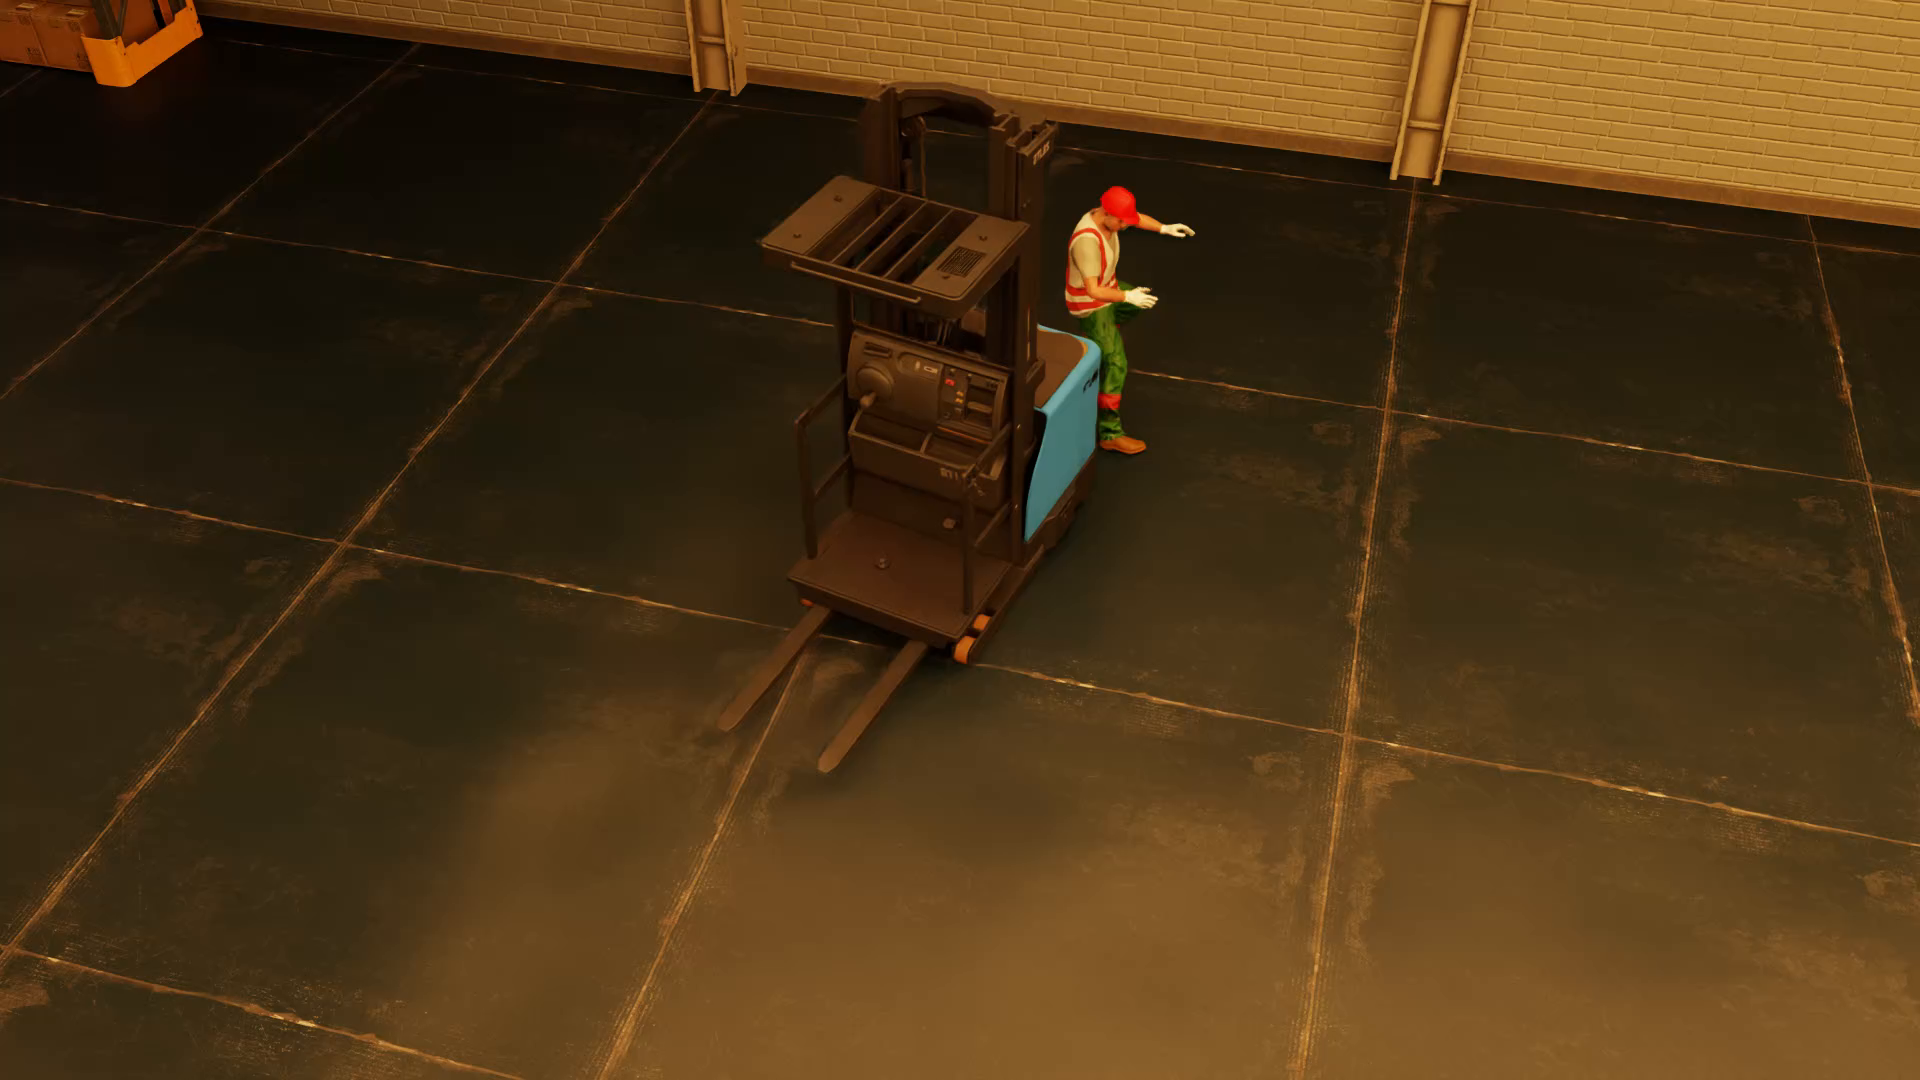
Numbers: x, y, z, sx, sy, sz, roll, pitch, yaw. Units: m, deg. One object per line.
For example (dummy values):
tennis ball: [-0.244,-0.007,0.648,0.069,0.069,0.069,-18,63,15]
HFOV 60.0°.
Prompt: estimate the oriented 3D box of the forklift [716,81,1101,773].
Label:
forklift: [-0.277,-0.743,8.710,1.130,2.935,3.031,19,45,20]

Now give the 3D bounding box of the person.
person: [1.047,-1.584,10.710,0.755,1.552,1.283,14,43,16]
